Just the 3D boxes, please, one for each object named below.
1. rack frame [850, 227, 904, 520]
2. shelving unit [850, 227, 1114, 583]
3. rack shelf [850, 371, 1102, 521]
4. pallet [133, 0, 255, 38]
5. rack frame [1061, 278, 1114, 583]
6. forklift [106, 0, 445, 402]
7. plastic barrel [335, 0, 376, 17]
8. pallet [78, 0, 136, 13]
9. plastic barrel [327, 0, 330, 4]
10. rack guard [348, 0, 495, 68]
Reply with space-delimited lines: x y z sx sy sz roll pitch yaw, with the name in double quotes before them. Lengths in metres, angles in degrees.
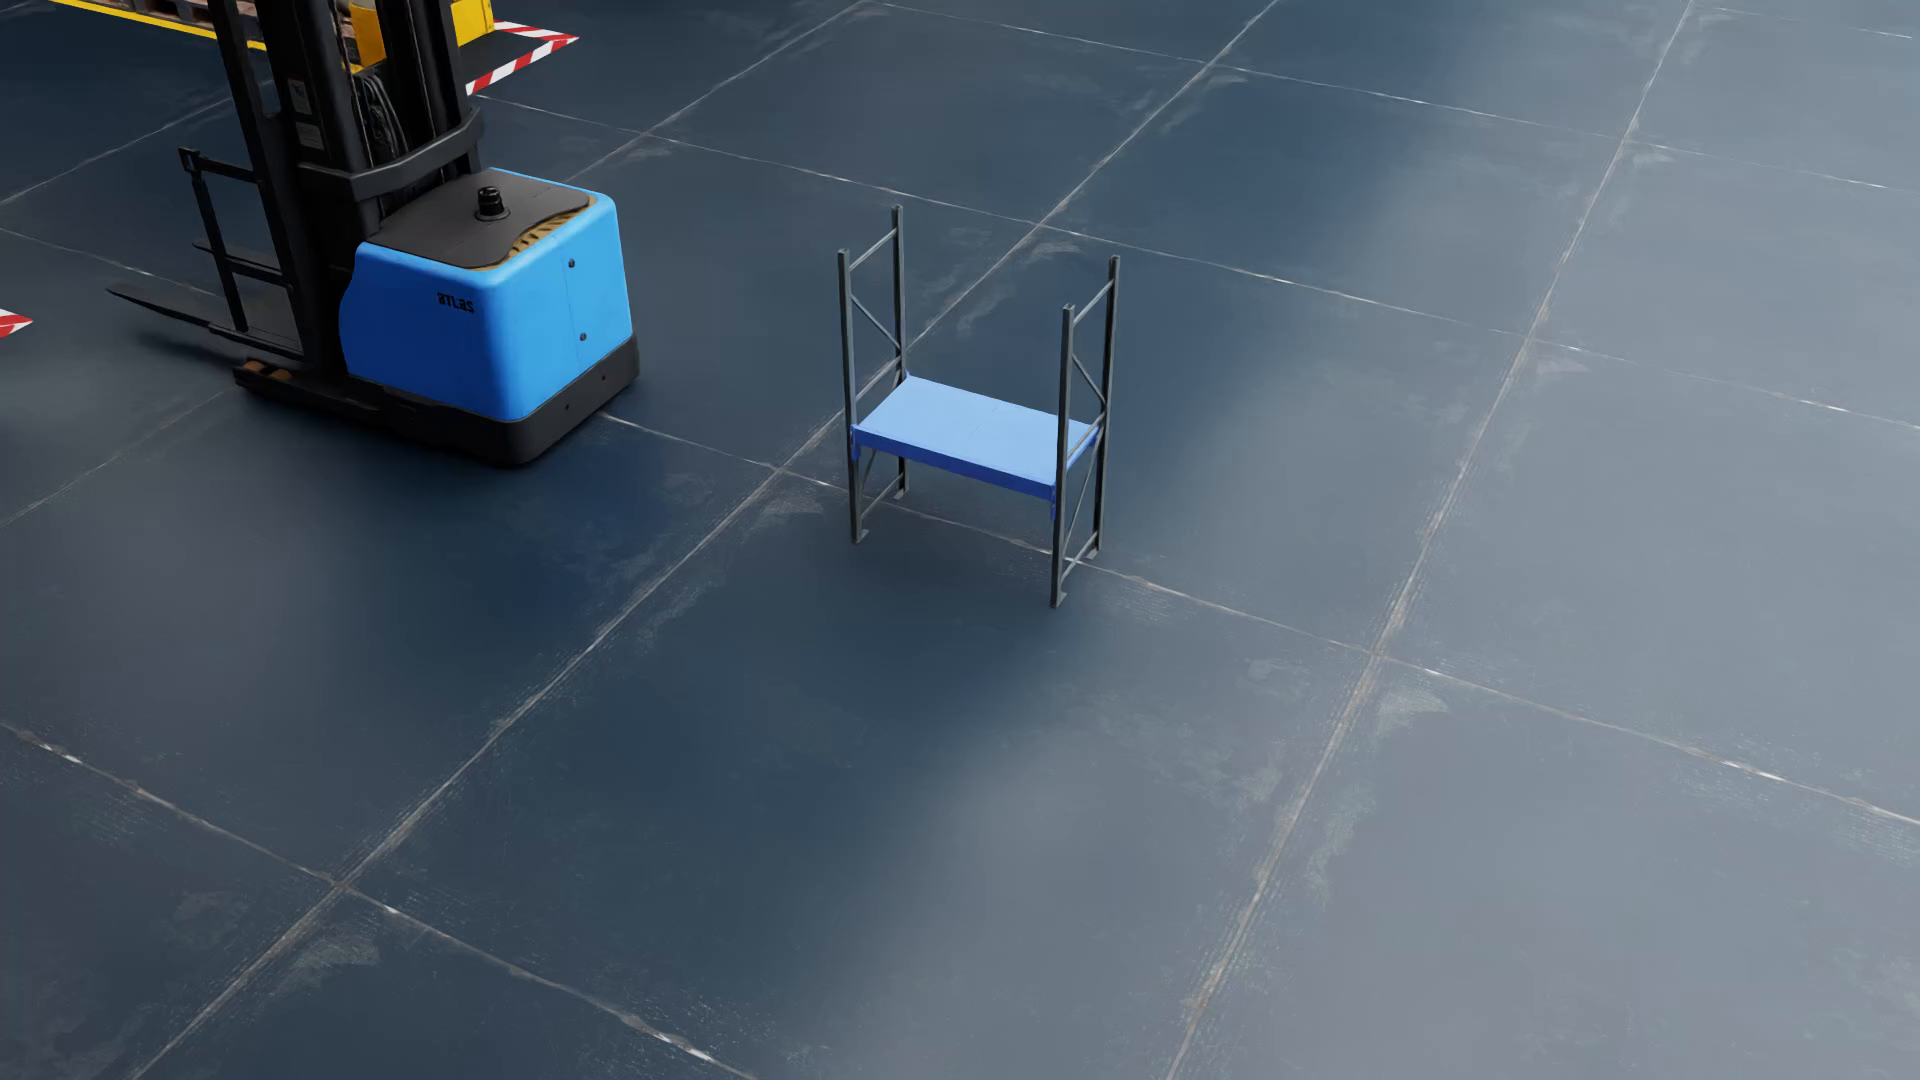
"rack frame" -0.375 -0.716 7.453 0.013 1.308 0.475 17 41 21
"shelving unit" 0.076 -0.574 7.265 1.030 1.308 0.538 17 41 21
"rack shelf" 0.076 -0.430 7.374 1.000 0.185 0.538 17 41 21
"pallet" -5.836 -4.396 13.366 1.213 0.211 1.003 17 41 21
"rack frame" 0.528 -0.433 7.080 0.013 1.308 0.475 17 41 21
"forklift" -3.239 -2.159 8.170 3.031 2.935 1.121 17 40 21
"plastic barrel" -4.568 -4.260 12.591 0.421 0.512 0.421 0 37 0
"pallet" -6.923 -4.734 13.812 1.213 0.211 1.003 17 41 21
"plastic barrel" -5.013 -4.399 12.775 0.421 0.512 0.421 0 37 0
"rack guard" -4.038 -3.942 12.530 0.348 0.500 1.175 17 41 21
